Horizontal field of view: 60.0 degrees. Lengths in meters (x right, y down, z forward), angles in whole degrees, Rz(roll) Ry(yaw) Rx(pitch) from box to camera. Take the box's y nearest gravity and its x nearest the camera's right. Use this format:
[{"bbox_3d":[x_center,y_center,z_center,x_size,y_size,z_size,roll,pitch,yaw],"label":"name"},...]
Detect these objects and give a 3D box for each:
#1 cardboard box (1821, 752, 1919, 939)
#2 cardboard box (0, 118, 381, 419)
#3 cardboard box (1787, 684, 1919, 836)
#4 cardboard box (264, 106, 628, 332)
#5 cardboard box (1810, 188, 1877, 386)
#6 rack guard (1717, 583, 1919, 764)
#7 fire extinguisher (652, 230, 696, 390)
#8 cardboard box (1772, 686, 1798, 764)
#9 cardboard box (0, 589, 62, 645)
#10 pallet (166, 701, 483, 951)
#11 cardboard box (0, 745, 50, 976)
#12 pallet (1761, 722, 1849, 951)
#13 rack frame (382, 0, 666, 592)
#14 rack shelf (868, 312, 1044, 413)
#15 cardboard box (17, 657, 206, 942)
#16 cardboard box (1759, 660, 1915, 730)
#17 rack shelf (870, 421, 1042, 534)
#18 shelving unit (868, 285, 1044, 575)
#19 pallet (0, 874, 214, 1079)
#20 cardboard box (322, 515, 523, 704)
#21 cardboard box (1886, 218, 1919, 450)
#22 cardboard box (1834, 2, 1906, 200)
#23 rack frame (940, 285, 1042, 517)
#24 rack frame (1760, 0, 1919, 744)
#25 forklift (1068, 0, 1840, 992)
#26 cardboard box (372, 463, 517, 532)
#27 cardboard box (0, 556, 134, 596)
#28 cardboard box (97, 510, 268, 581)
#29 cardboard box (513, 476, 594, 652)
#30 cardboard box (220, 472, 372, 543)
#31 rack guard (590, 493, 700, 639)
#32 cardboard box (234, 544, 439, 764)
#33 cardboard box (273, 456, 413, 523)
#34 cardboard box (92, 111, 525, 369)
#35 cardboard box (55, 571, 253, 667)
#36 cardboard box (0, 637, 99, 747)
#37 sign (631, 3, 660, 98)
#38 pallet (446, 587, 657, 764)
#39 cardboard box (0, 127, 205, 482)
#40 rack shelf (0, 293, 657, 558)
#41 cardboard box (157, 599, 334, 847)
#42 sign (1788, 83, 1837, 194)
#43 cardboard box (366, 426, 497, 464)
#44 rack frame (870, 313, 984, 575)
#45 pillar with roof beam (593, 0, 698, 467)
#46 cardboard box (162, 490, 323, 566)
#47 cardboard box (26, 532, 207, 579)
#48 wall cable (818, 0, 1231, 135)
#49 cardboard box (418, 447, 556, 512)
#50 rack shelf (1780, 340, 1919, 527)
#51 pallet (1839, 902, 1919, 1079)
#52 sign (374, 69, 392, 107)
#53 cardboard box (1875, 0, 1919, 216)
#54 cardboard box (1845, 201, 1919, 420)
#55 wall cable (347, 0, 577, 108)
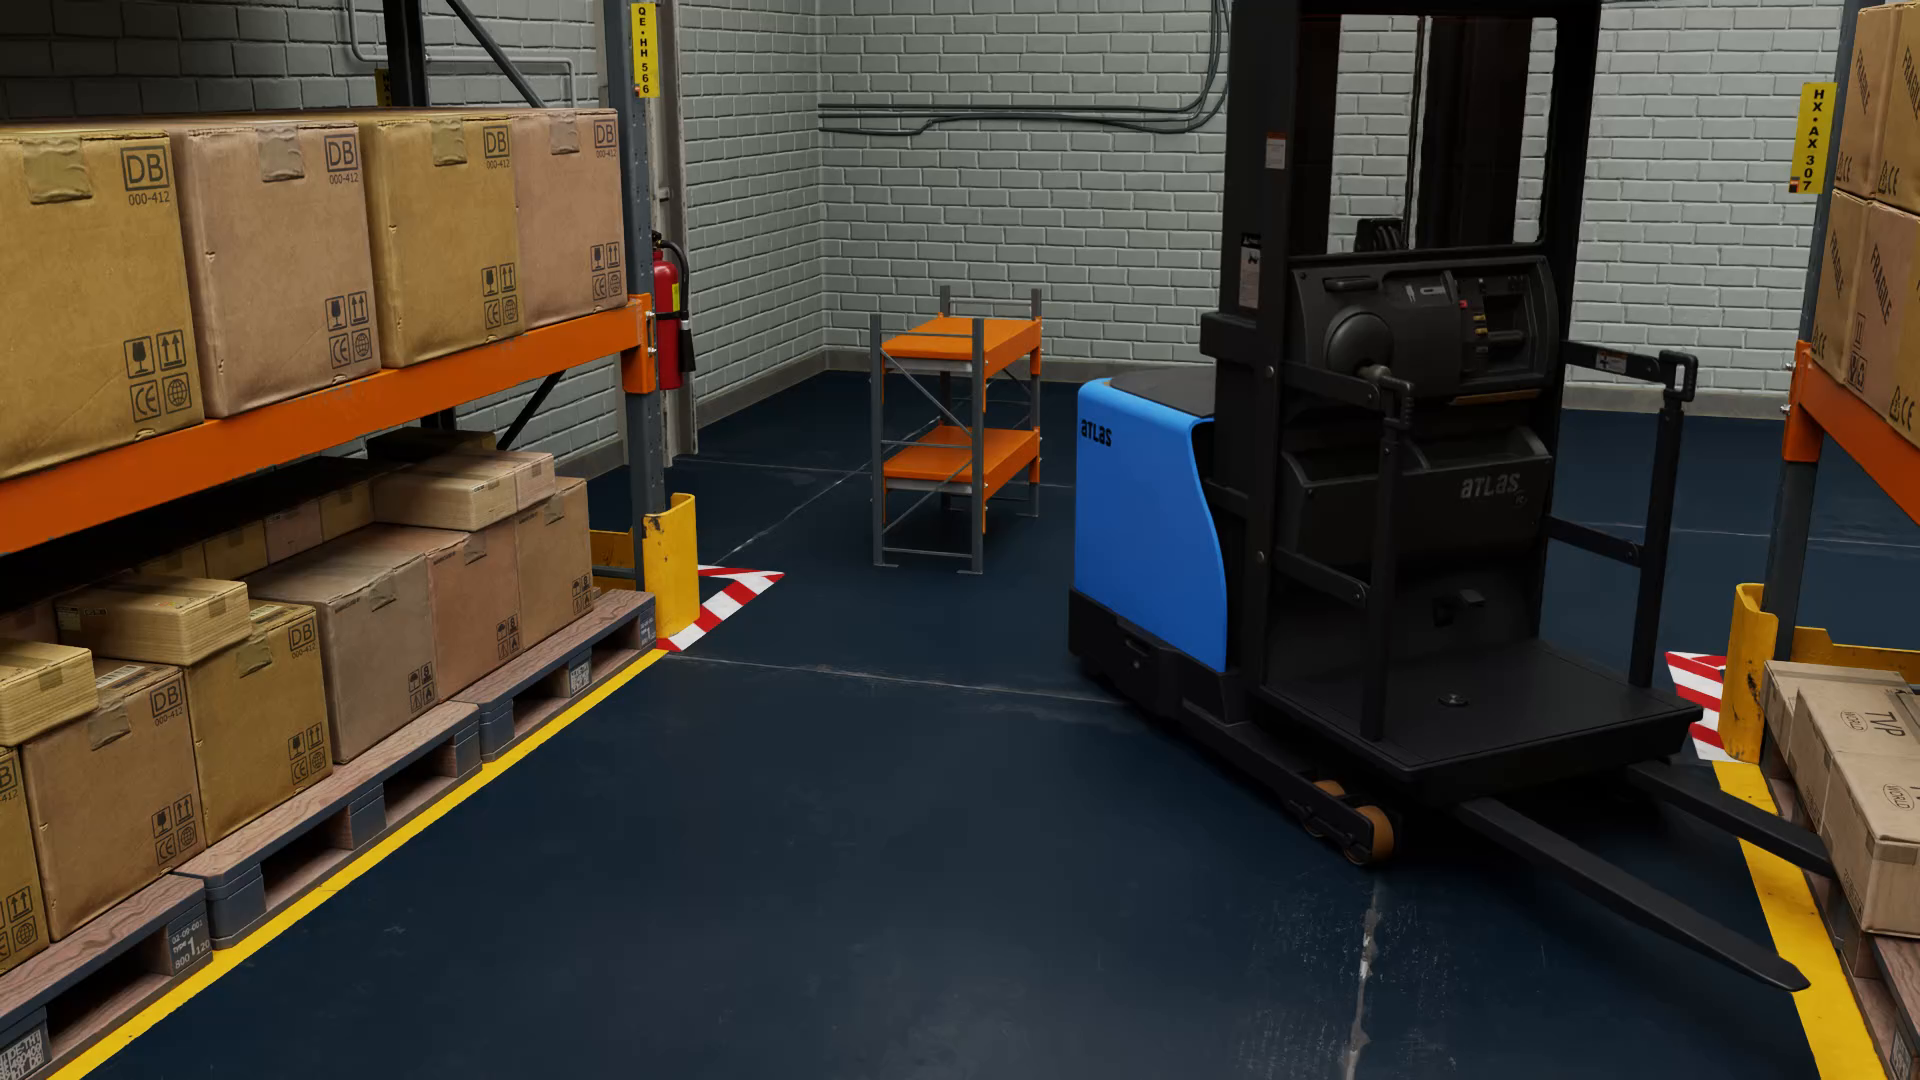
[{"bbox_3d":[2.387,0.739,3.958,0.500,0.250,0.500,5,16,16],"label":"cardboard box"},{"bbox_3d":[-2.210,-0.757,4.451,0.980,0.700,0.700,4,16,13],"label":"cardboard box"},{"bbox_3d":[2.529,0.609,4.419,0.500,0.250,0.500,5,16,16],"label":"cardboard box"},{"bbox_3d":[-1.788,-1.147,5.826,0.980,0.700,0.700,5,17,18],"label":"cardboard box"},{"bbox_3d":[2.719,-0.706,4.638,0.500,0.500,0.500,5,17,17],"label":"cardboard box"},{"bbox_3d":[3.076,0.469,5.260,1.175,0.500,0.348,5,16,16],"label":"rack guard"},{"bbox_3d":[-1.168,-0.924,6.415,0.296,0.674,0.183,5,16,16],"label":"fire extinguisher"},{"bbox_3d":[2.578,0.546,4.793,0.380,0.166,0.250,5,16,16],"label":"cardboard box"},{"bbox_3d":[-2.488,0.226,4.158,0.380,0.149,0.250,4,16,14],"label":"cardboard box"},{"bbox_3d":[-2.154,0.738,4.840,1.003,0.211,1.213,5,16,16],"label":"pallet"},{"bbox_3d":[-2.479,0.723,3.596,0.700,0.500,0.500,5,17,17],"label":"cardboard box"},{"bbox_3d":[2.850,0.817,4.564,1.003,0.211,1.213,5,16,16],"label":"pallet"},{"bbox_3d":[-1.653,-1.137,6.340,1.000,3.000,0.127,5,16,16],"label":"rack frame"},{"bbox_3d":[0.002,-0.825,7.602,0.538,0.278,1.000,5,16,16],"label":"rack shelf"},{"bbox_3d":[-2.333,0.591,4.059,0.700,0.500,0.500,4,16,15],"label":"cardboard box"},{"bbox_3d":[2.649,0.489,5.026,0.380,0.149,0.250,5,16,16],"label":"cardboard box"},{"bbox_3d":[0.002,-0.308,7.749,0.538,0.278,1.000,5,16,16],"label":"rack shelf"},{"bbox_3d":[0.002,-0.543,7.682,0.538,1.125,1.048,5,16,16],"label":"shelving unit"},{"bbox_3d":[-2.498,1.058,3.711,1.003,0.211,1.213,5,16,16],"label":"pallet"},{"bbox_3d":[-1.898,0.186,5.489,0.700,0.500,0.500,5,16,16],"label":"cardboard box"},{"bbox_3d":[2.432,-0.440,3.699,0.500,0.500,0.500,5,16,16],"label":"cardboard box"},{"bbox_3d":[2.719,-1.187,4.502,0.500,0.500,0.500,5,17,18],"label":"cardboard box"},{"bbox_3d":[0.146,-0.676,8.151,0.500,1.125,0.032,5,16,16],"label":"rack frame"},{"bbox_3d":[3.098,-0.754,4.989,1.000,3.000,0.127,5,16,16],"label":"rack frame"},{"bbox_3d":[1.471,-0.637,4.705,1.130,2.935,3.031,-7,17,-24],"label":"forklift"},{"bbox_3d":[-1.690,-0.143,5.458,0.380,0.149,0.250,5,17,17],"label":"cardboard box"},{"bbox_3d":[-2.416,0.160,4.391,0.380,0.149,0.250,5,17,16],"label":"cardboard box"},{"bbox_3d":[-2.271,0.026,4.863,0.380,0.149,0.250,5,17,16],"label":"cardboard box"},{"bbox_3d":[-1.756,0.055,5.951,0.700,0.500,0.500,5,16,16],"label":"cardboard box"},{"bbox_3d":[-2.127,-0.108,5.334,0.380,0.149,0.250,5,17,16],"label":"cardboard box"},{"bbox_3d":[-1.646,0.059,6.703,1.175,0.500,0.348,5,16,16],"label":"rack guard"},{"bbox_3d":[-2.040,0.317,5.025,0.700,0.500,0.500,4,16,14],"label":"cardboard box"},{"bbox_3d":[-2.055,-0.173,5.565,0.380,0.149,0.250,5,16,16],"label":"cardboard box"},{"bbox_3d":[-1.984,-0.956,5.152,0.980,0.700,0.700,4,16,15],"label":"cardboard box"},{"bbox_3d":[-2.058,0.198,4.255,0.380,0.149,0.250,4,16,14],"label":"cardboard box"},{"bbox_3d":[-2.206,0.335,3.774,0.380,0.149,0.250,5,17,18],"label":"cardboard box"},{"bbox_3d":[-1.137,-1.762,5.989,0.100,0.325,0.005,5,16,16],"label":"sign"},{"bbox_3d":[-1.805,0.420,5.962,1.003,0.211,1.213,5,16,16],"label":"pallet"},{"bbox_3d":[-2.407,-0.566,3.777,0.980,0.700,0.700,4,16,14],"label":"cardboard box"},{"bbox_3d":[-2.221,-0.267,4.594,1.077,0.370,4.000,5,16,16],"label":"rack shelf"},{"bbox_3d":[-2.185,0.457,4.532,0.700,0.500,0.500,5,17,17],"label":"cardboard box"},{"bbox_3d":[2.577,-1.212,5.019,0.100,0.325,0.005,5,16,16],"label":"sign"},{"bbox_3d":[-1.912,-0.306,6.032,0.380,0.149,0.250,5,17,16],"label":"cardboard box"},{"bbox_3d":[-0.143,-0.410,7.213,0.500,1.125,0.032,5,16,16],"label":"rack frame"},{"bbox_3d":[2.413,-4.463,7.072,9.100,9.000,0.400,5,16,16],"label":"pillar with roof beam"},{"bbox_3d":[-2.198,-0.041,5.099,0.380,0.149,0.250,5,17,17],"label":"cardboard box"},{"bbox_3d":[-2.343,0.092,4.629,0.380,0.149,0.250,4,16,15],"label":"cardboard box"},{"bbox_3d":[0.297,-3.981,11.065,3.097,2.526,0.112,5,16,16],"label":"wall cable"},{"bbox_3d":[-1.618,-0.210,5.694,0.380,0.149,0.250,4,16,15],"label":"cardboard box"},{"bbox_3d":[2.529,0.116,3.243,1.077,0.370,4.000,5,16,16],"label":"rack shelf"},{"bbox_3d":[2.502,1.135,3.442,1.003,0.211,1.213,5,16,16],"label":"pallet"},{"bbox_3d":[-2.183,-1.636,6.369,0.100,0.325,0.005,5,16,16],"label":"sign"},{"bbox_3d":[2.577,-1.050,4.018,0.500,0.500,0.500,5,17,16],"label":"cardboard box"},{"bbox_3d":[2.577,-0.571,4.161,0.500,0.500,0.500,4,16,15],"label":"cardboard box"},{"bbox_3d":[-2.196,-2.034,7.641,0.084,1.984,1.851,5,16,16],"label":"wall cable"}]
